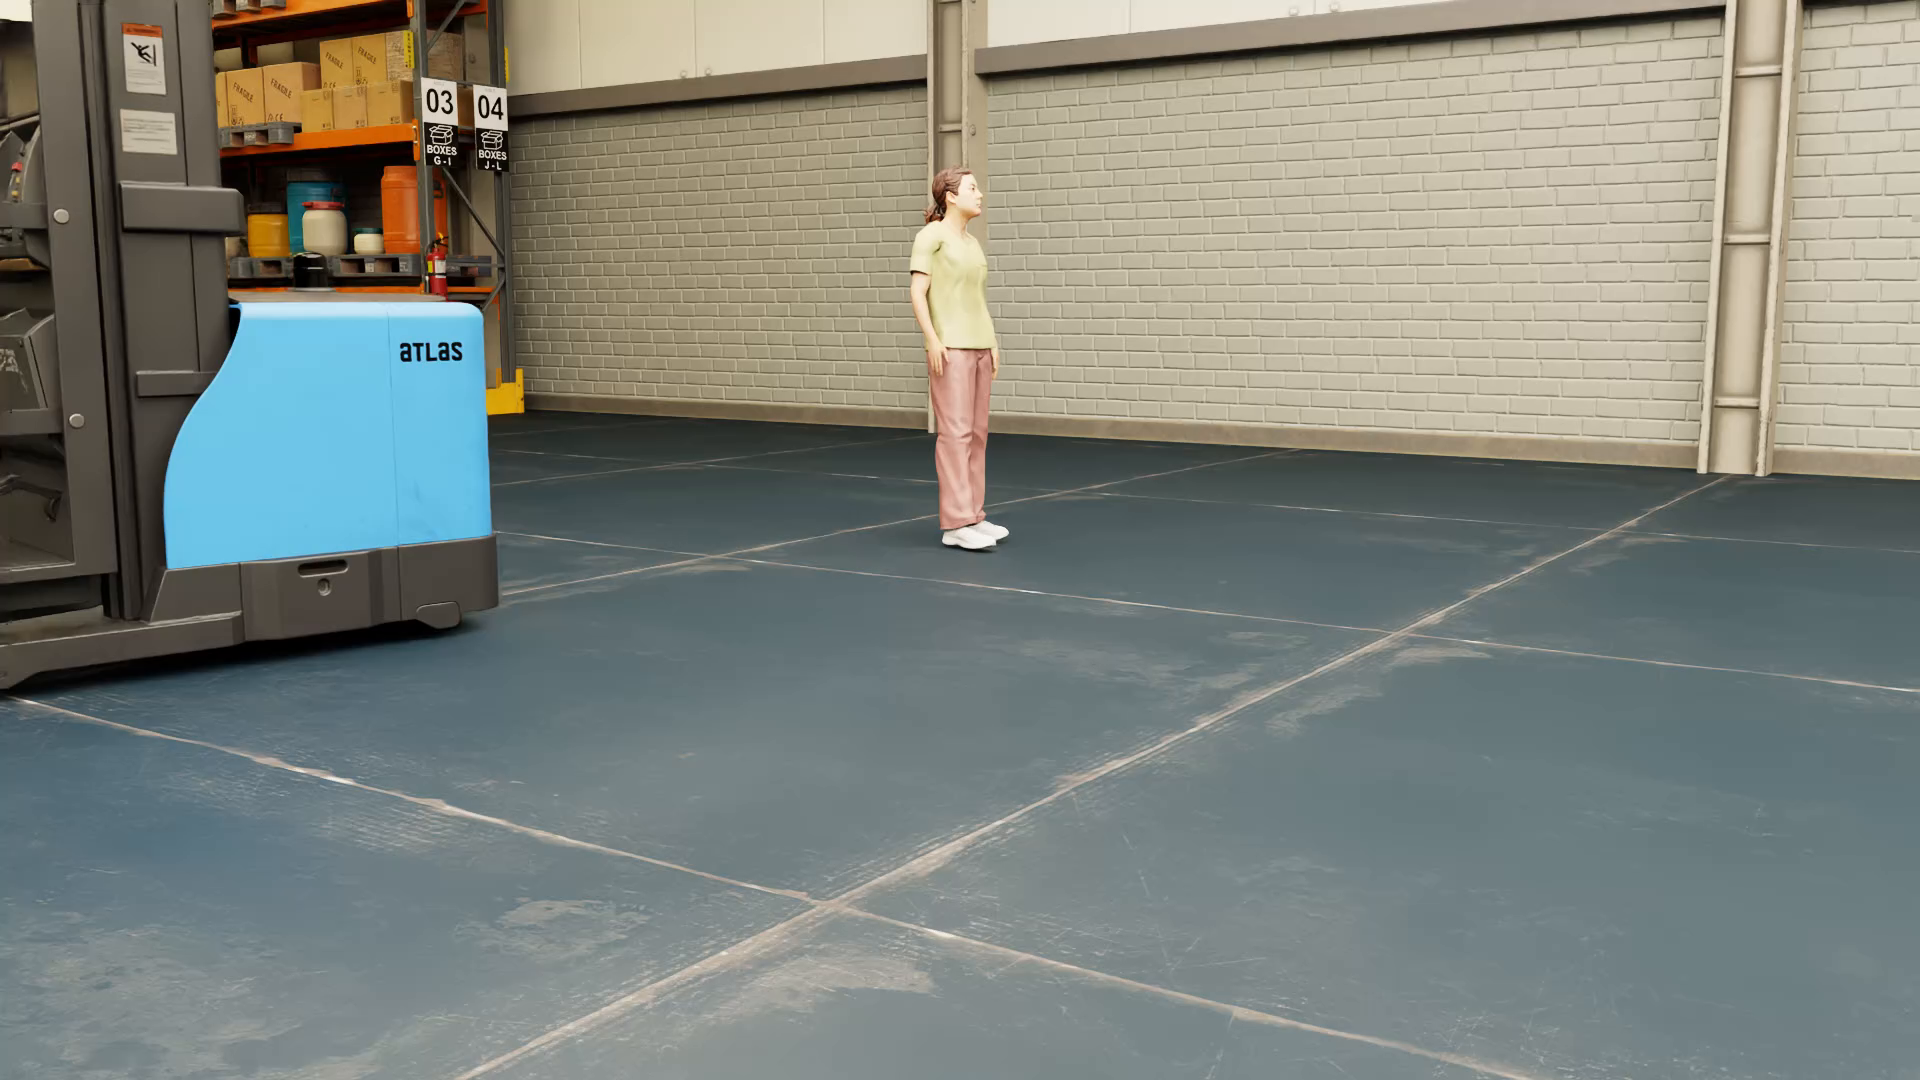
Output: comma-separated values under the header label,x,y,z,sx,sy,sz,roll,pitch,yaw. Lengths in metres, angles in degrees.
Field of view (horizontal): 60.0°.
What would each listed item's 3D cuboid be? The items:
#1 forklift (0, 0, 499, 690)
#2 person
label,x,y,z,sx,sy,sz,roll,pitch,yaw
forklift,-2.961,-1.067,4.695,3.031,2.935,1.130,-7,11,-42
person,0.055,-0.830,7.434,0.548,1.673,0.553,5,10,34
